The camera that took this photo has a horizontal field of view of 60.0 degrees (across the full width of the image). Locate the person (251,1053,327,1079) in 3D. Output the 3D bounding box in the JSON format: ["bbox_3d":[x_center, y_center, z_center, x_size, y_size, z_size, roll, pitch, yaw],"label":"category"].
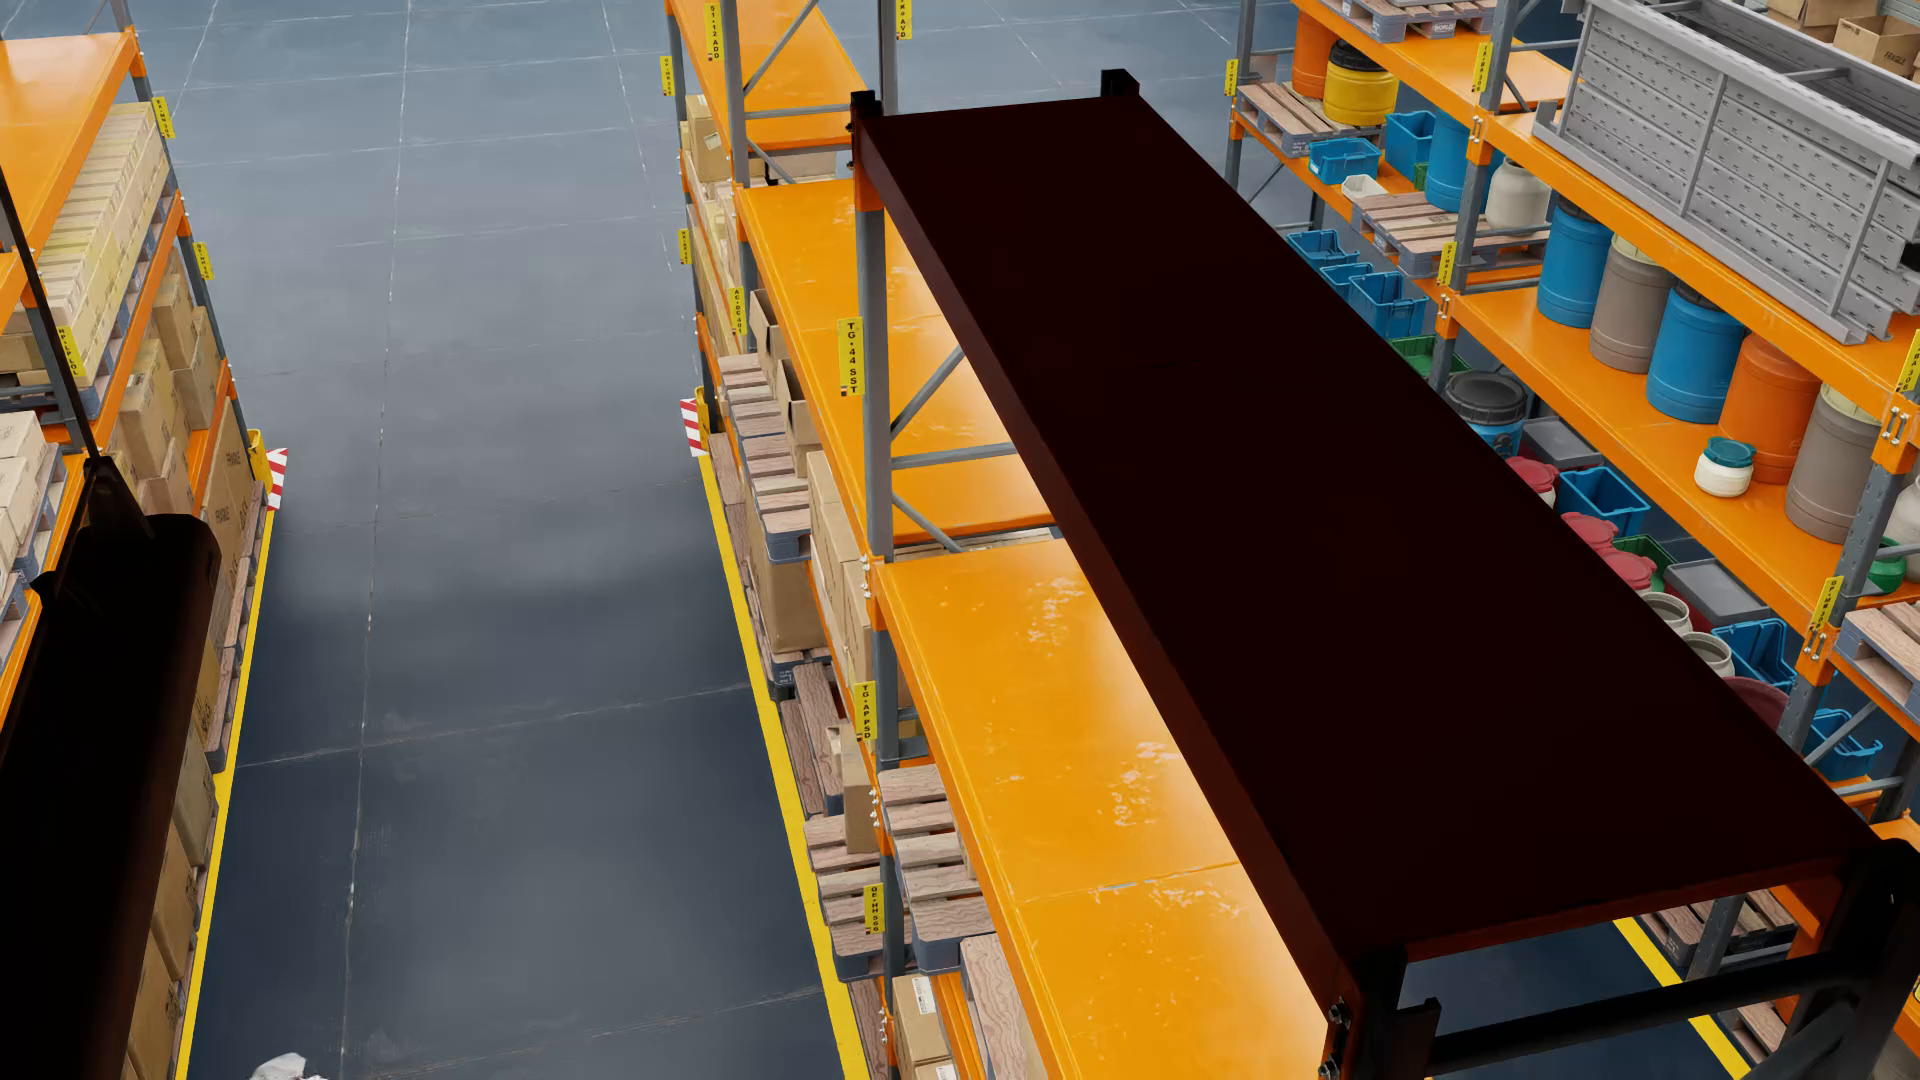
[{"bbox_3d":[-3.152,3.060,8.137,0.481,1.679,0.493,-24,41,-31],"label":"person"}]

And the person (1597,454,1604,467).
[{"bbox_3d":[5.180,-0.758,13.828,0.590,1.567,0.669,-7,35,-9],"label":"person"}]
